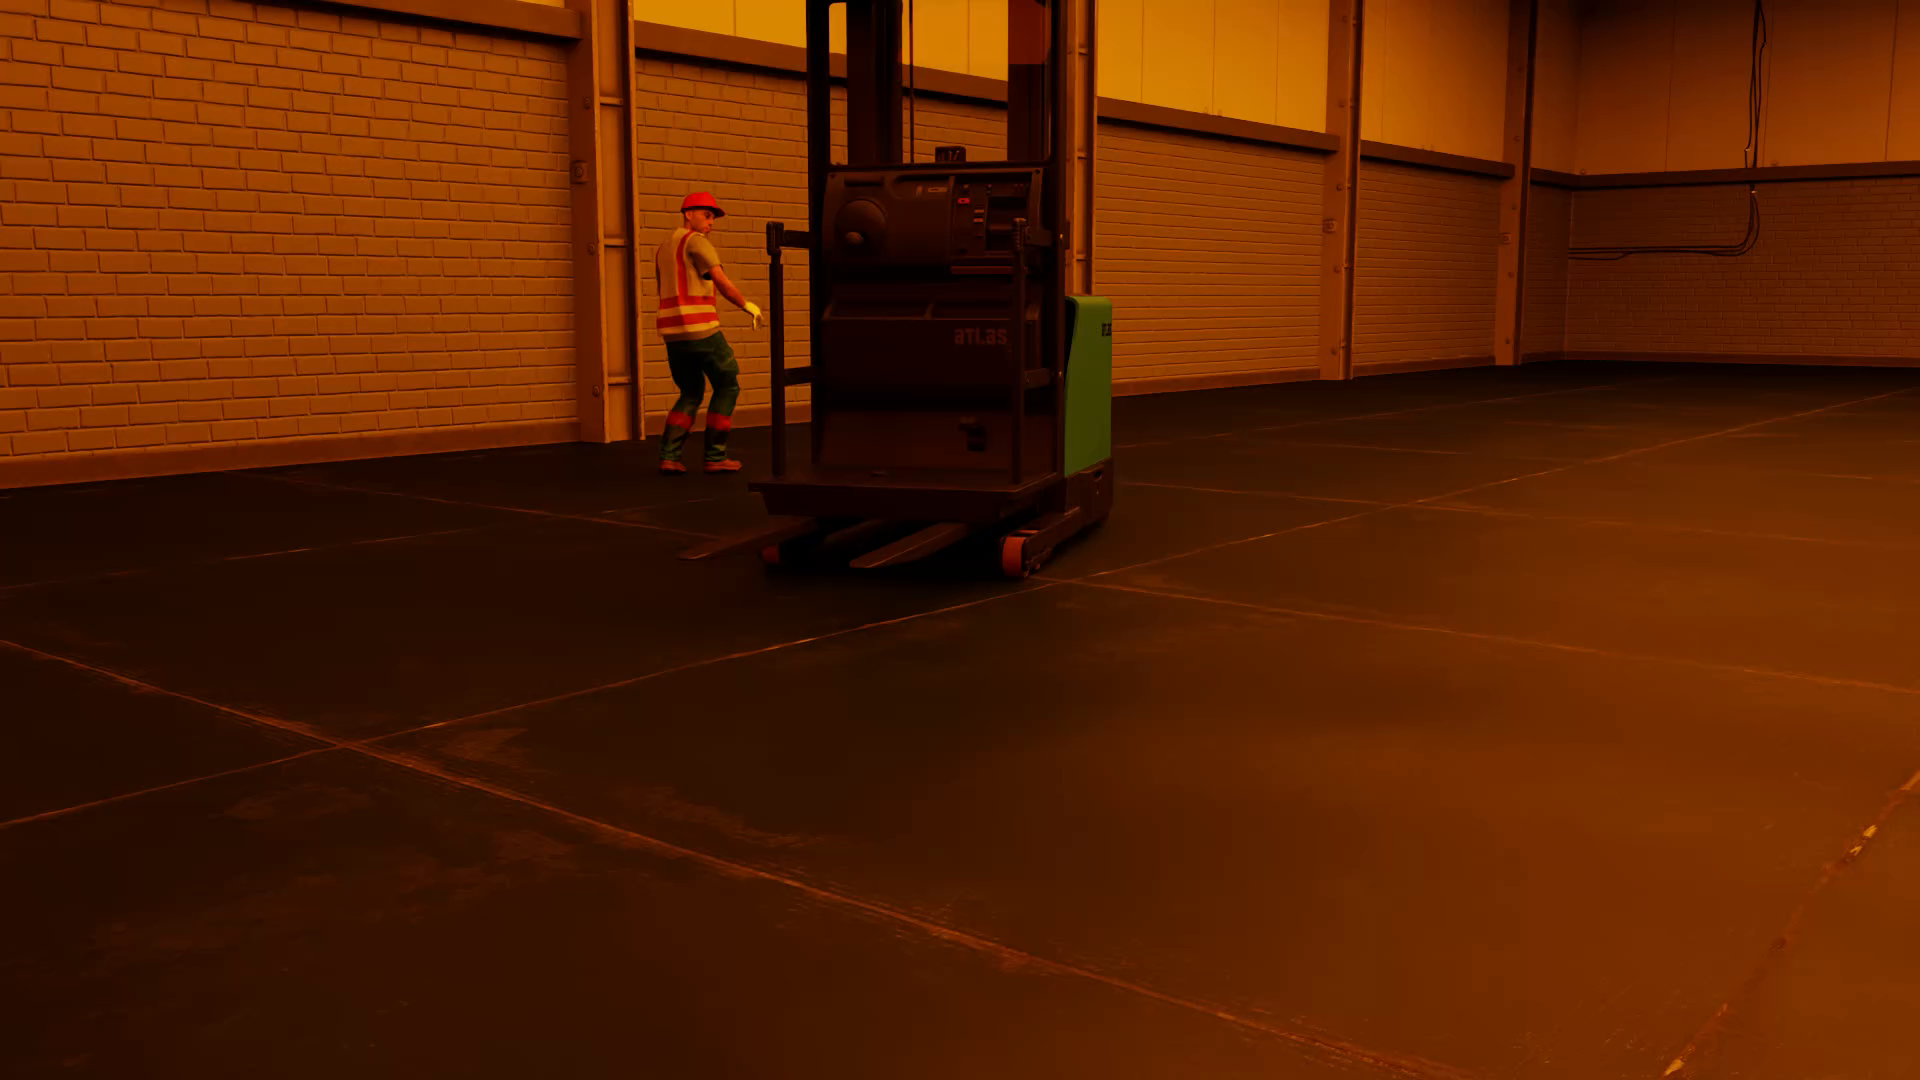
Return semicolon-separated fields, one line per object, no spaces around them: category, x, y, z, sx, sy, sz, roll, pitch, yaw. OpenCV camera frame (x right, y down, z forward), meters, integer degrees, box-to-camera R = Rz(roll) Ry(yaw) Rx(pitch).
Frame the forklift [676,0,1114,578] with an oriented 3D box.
forklift;-0.176;-1.366;6.616;1.130;2.935;3.031;3;9;17

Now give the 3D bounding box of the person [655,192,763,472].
person;-1.551;-1.244;10.162;0.784;1.711;0.675;7;11;38
